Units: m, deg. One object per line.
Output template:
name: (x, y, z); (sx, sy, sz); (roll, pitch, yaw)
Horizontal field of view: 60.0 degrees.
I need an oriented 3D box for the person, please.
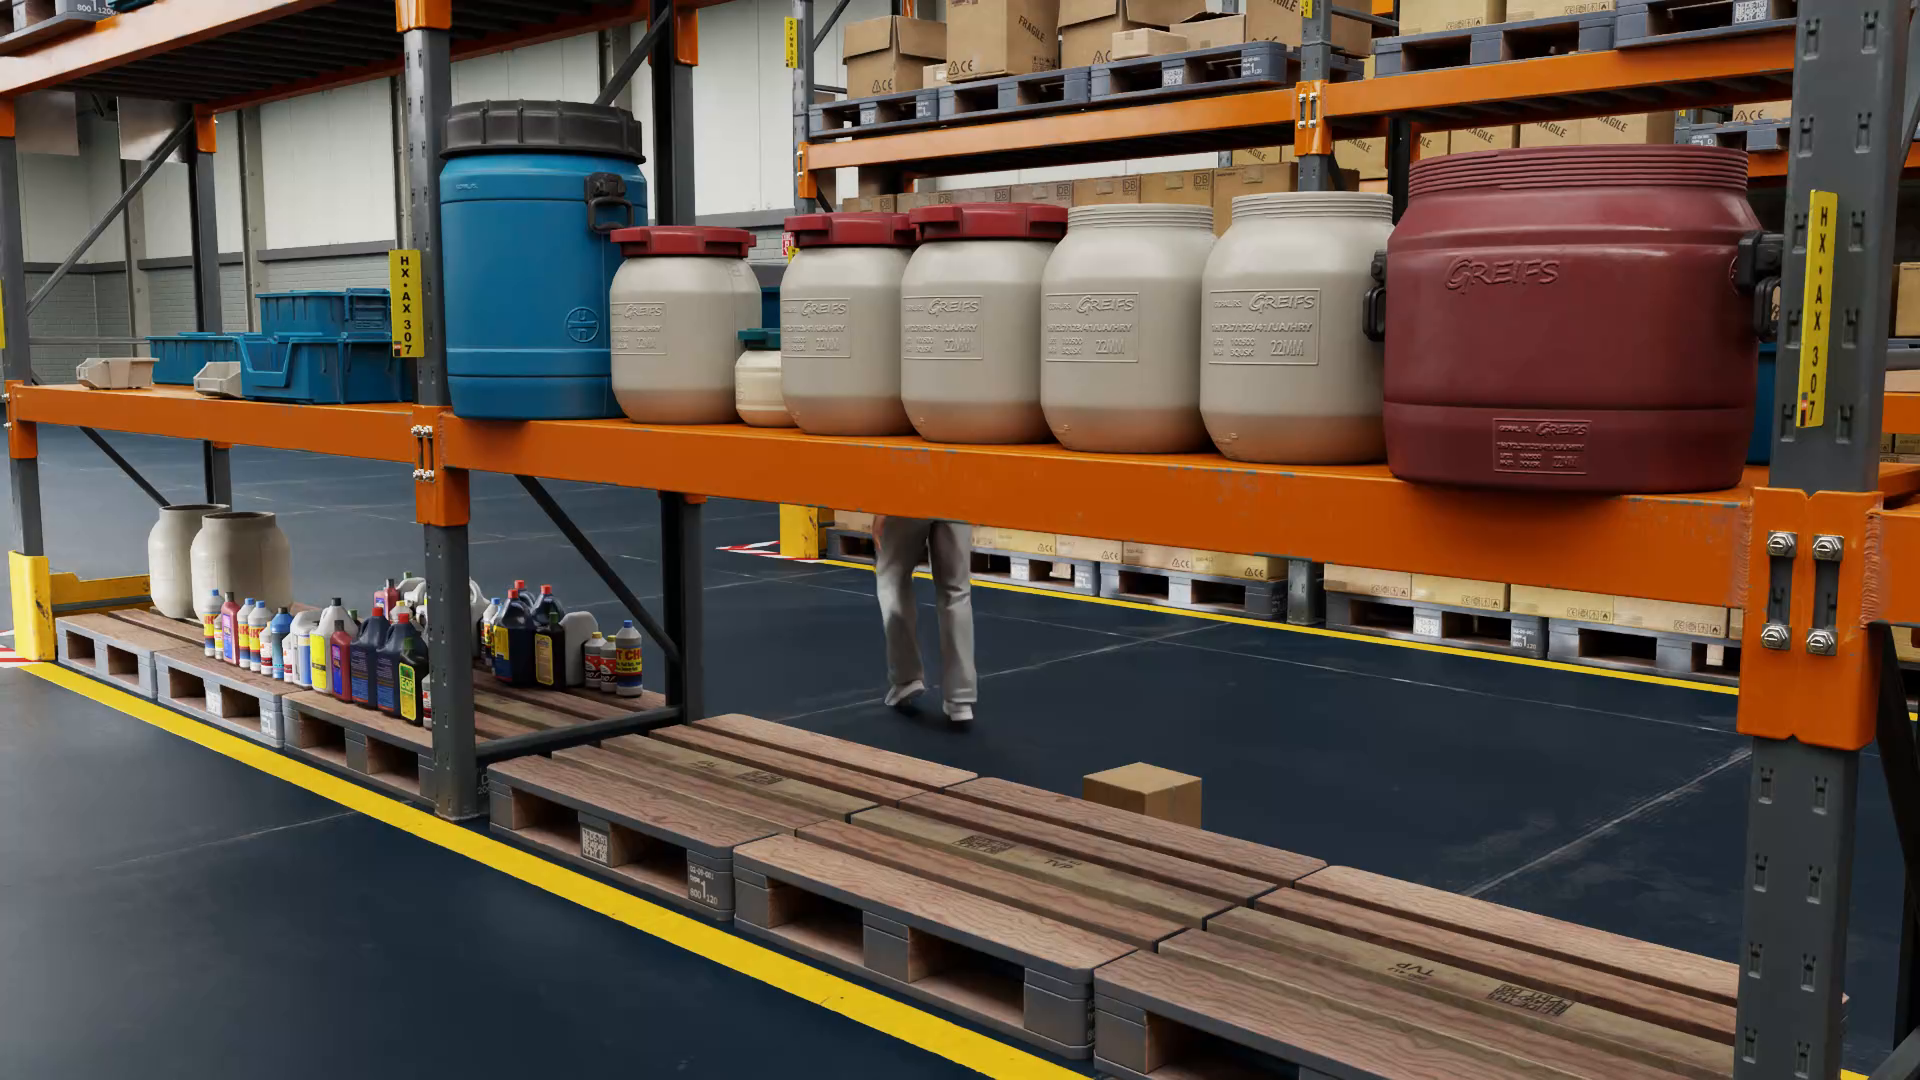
person: (-0.142, -0.091, 6.681); (0.501, 1.709, 0.690); (-2, 7, -17)
